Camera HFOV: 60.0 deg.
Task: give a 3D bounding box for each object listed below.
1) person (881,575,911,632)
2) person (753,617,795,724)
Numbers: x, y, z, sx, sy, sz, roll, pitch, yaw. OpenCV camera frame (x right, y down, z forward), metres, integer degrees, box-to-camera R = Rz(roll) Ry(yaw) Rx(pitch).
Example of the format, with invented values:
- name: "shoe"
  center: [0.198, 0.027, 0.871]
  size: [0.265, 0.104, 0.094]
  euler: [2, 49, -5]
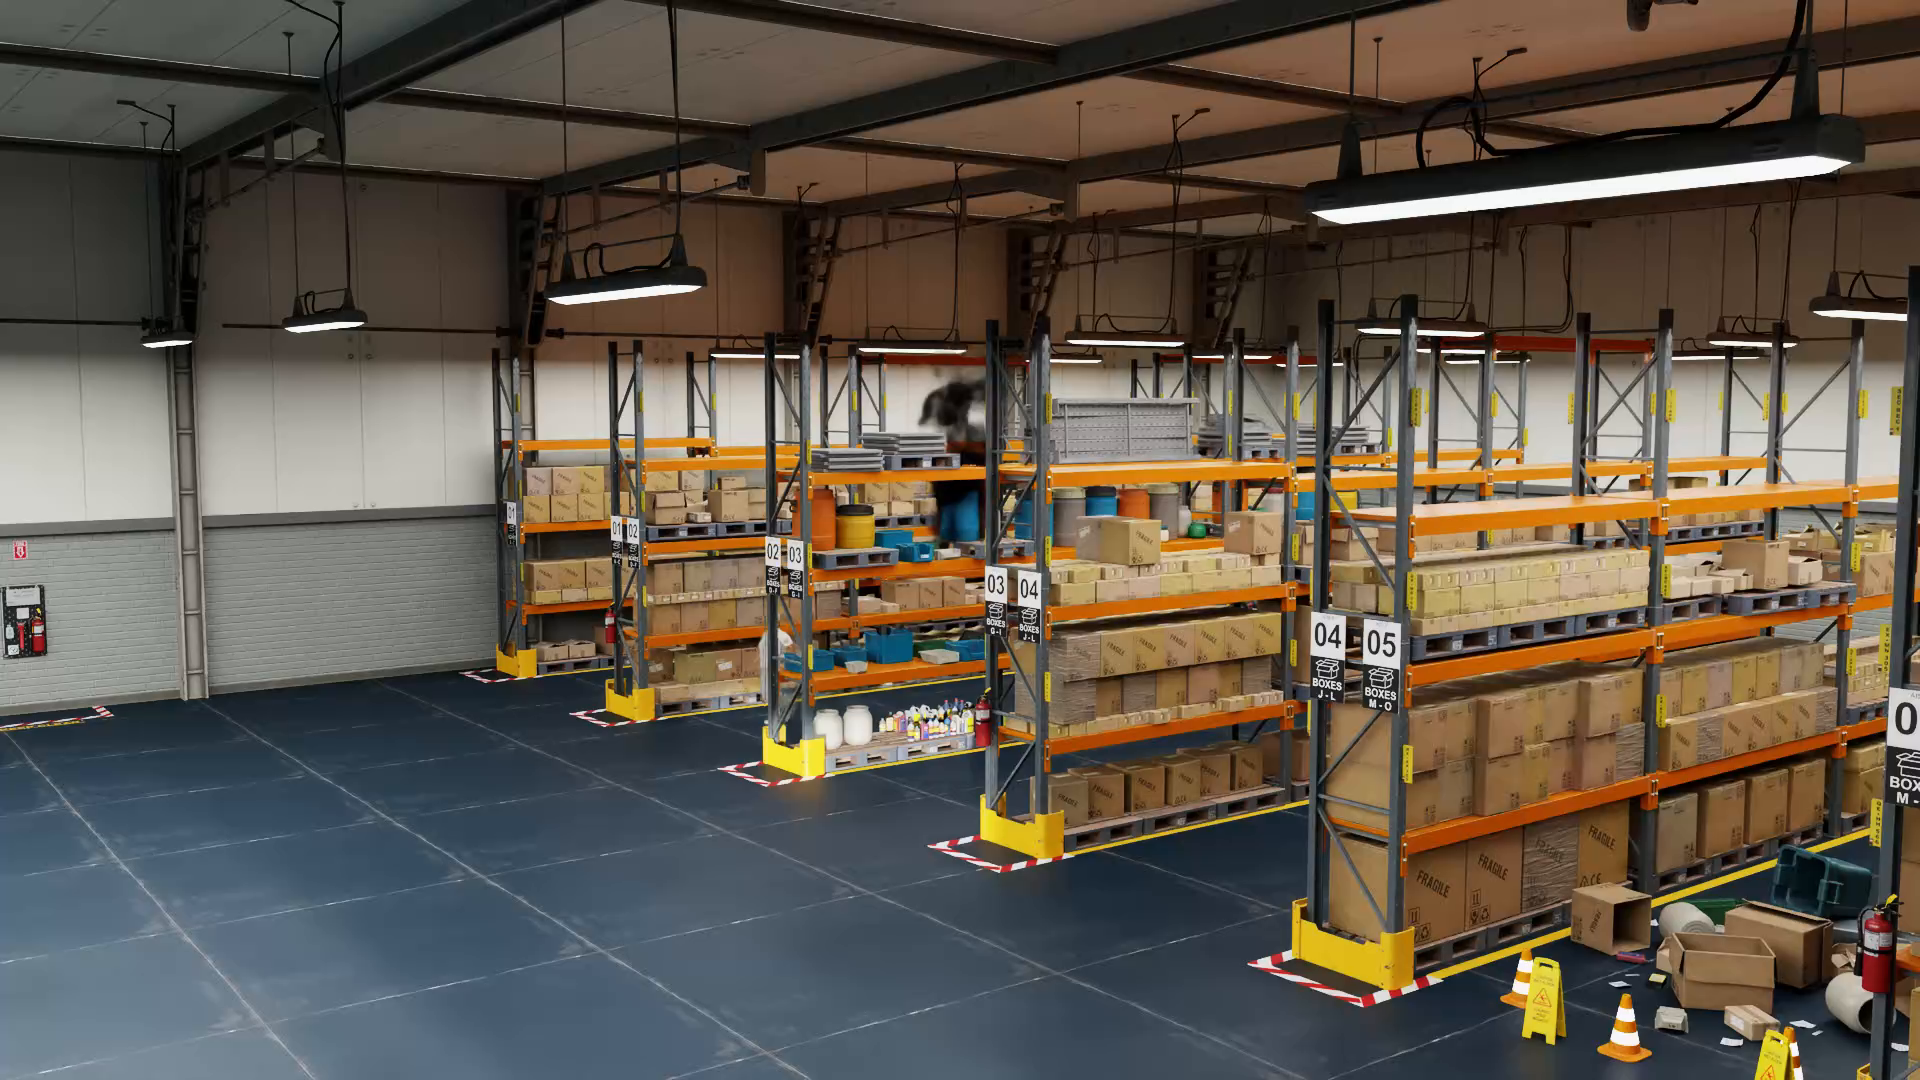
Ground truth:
- name: "person"
  center: [-1.127, 1.418, 32.931]
  size: [0.646, 1.712, 0.927]
  euler: [4, 7, 41]
- name: "person"
  center: [-2.768, 1.907, 24.621]
  size: [0.535, 1.648, 0.651]
  euler: [-5, 7, -45]
